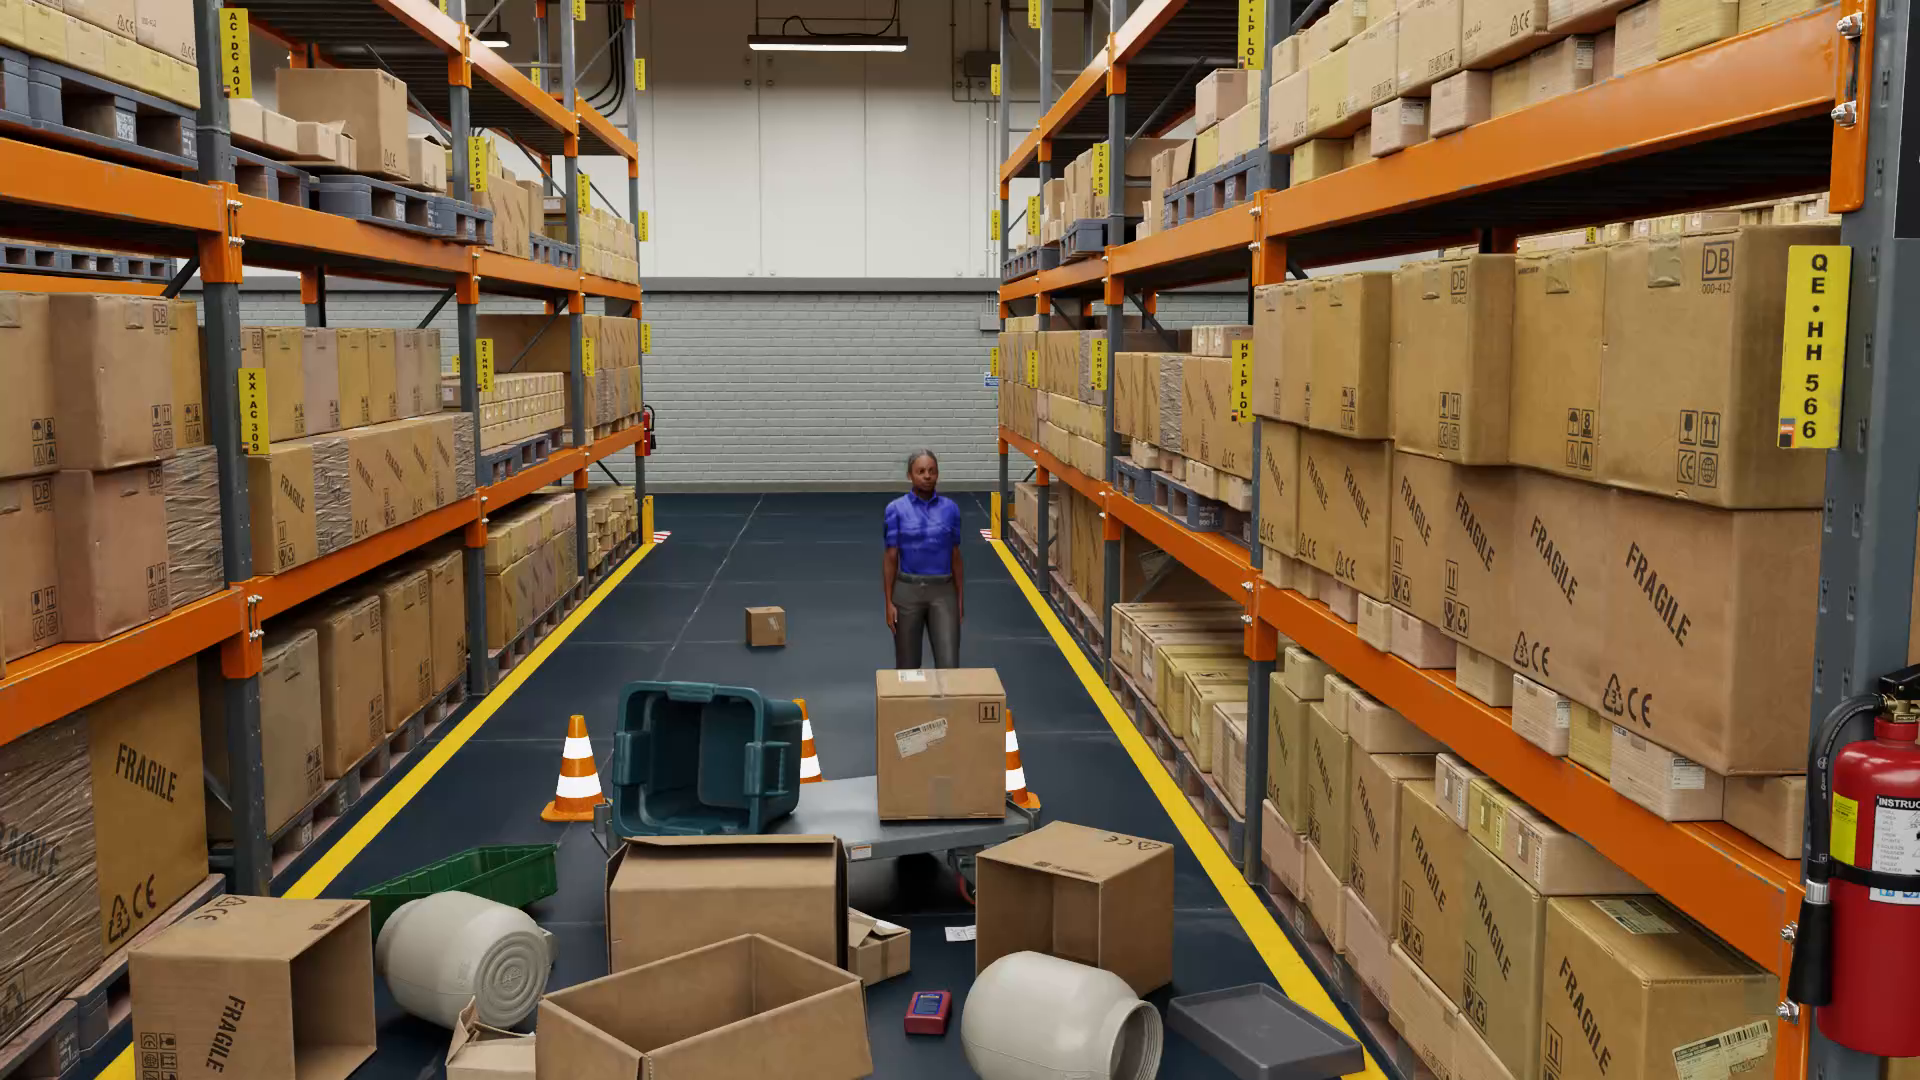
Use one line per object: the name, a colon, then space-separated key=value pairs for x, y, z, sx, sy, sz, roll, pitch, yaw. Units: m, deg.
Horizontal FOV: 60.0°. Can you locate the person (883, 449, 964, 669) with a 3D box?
person: x=-0.171 y=0.346 z=8.875 sx=0.448 sy=1.645 sz=0.714 roll=-1 pitch=7 yaw=-10
